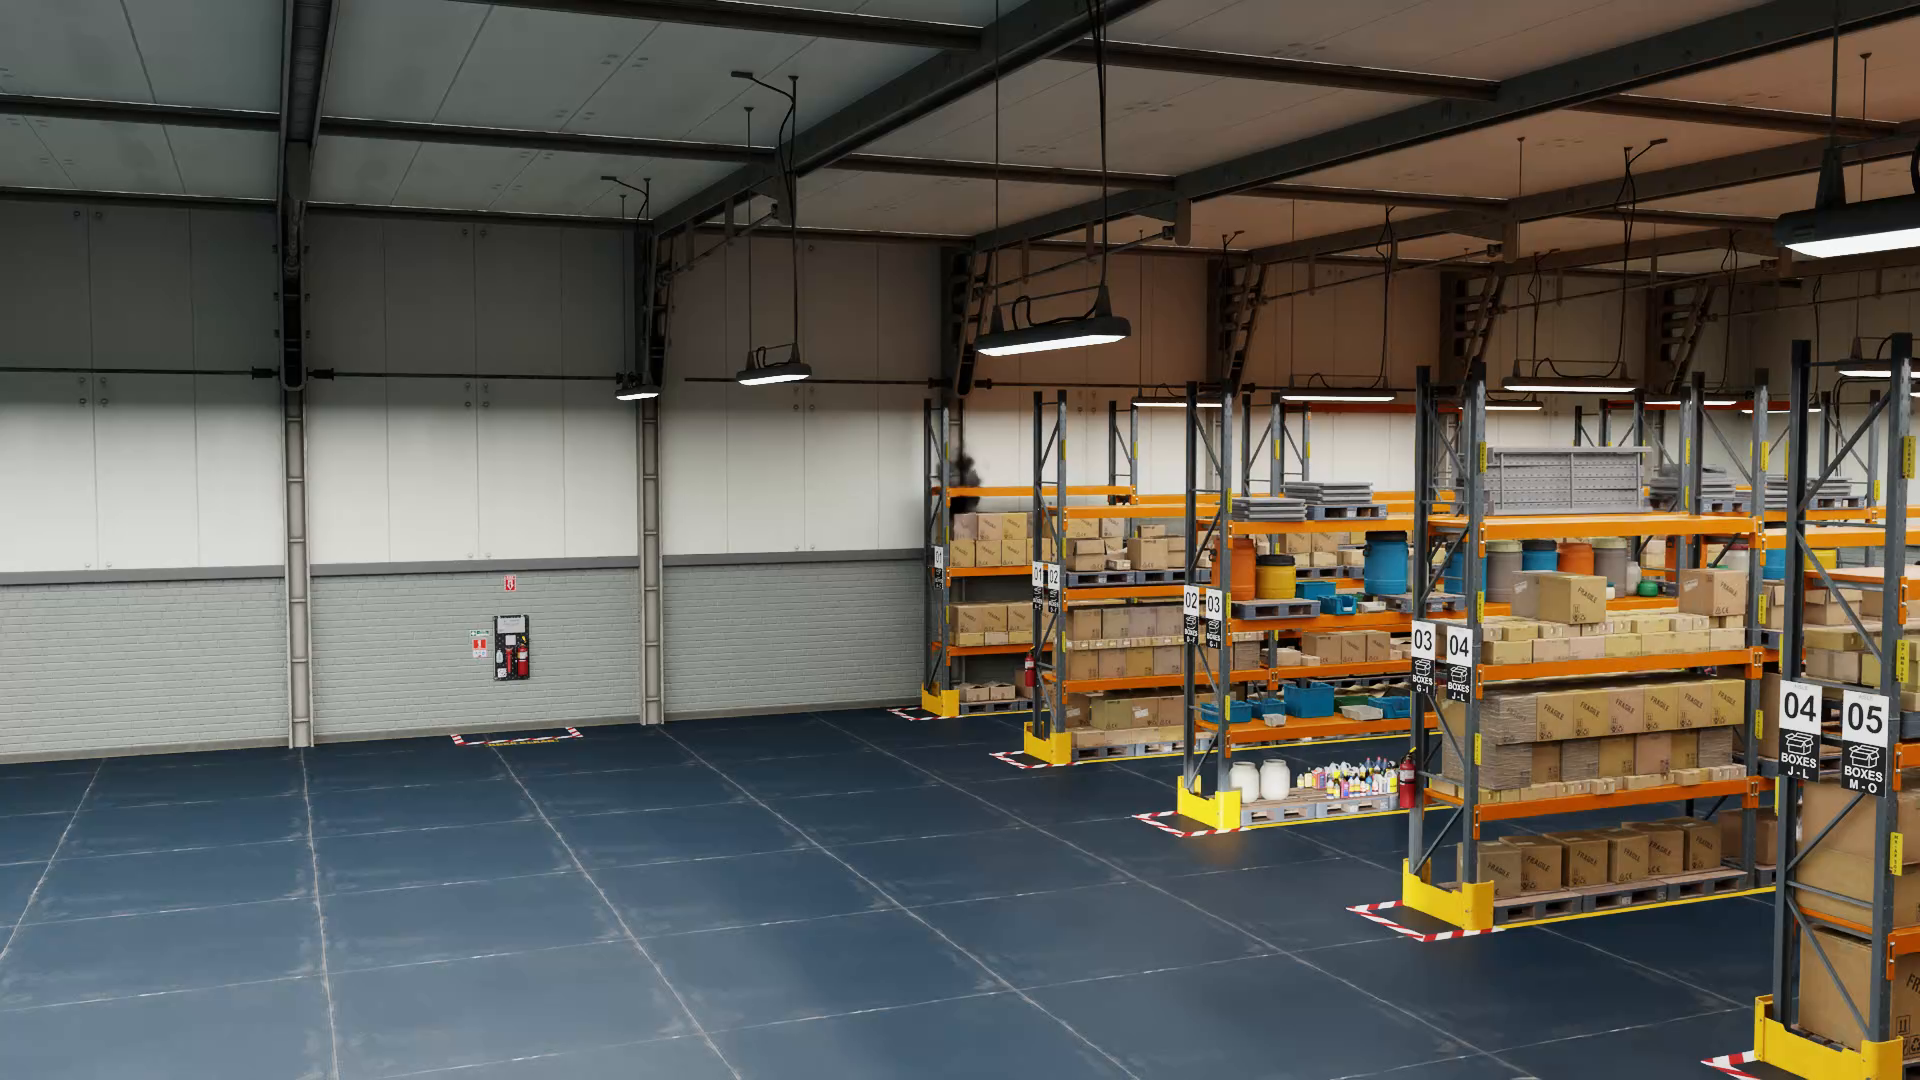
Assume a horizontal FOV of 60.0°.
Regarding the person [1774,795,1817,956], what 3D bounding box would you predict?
[{"bbox_3d":[8.134,3.339,16.007,0.770,1.836,0.627,-3,4,-38],"label":"person"}]
